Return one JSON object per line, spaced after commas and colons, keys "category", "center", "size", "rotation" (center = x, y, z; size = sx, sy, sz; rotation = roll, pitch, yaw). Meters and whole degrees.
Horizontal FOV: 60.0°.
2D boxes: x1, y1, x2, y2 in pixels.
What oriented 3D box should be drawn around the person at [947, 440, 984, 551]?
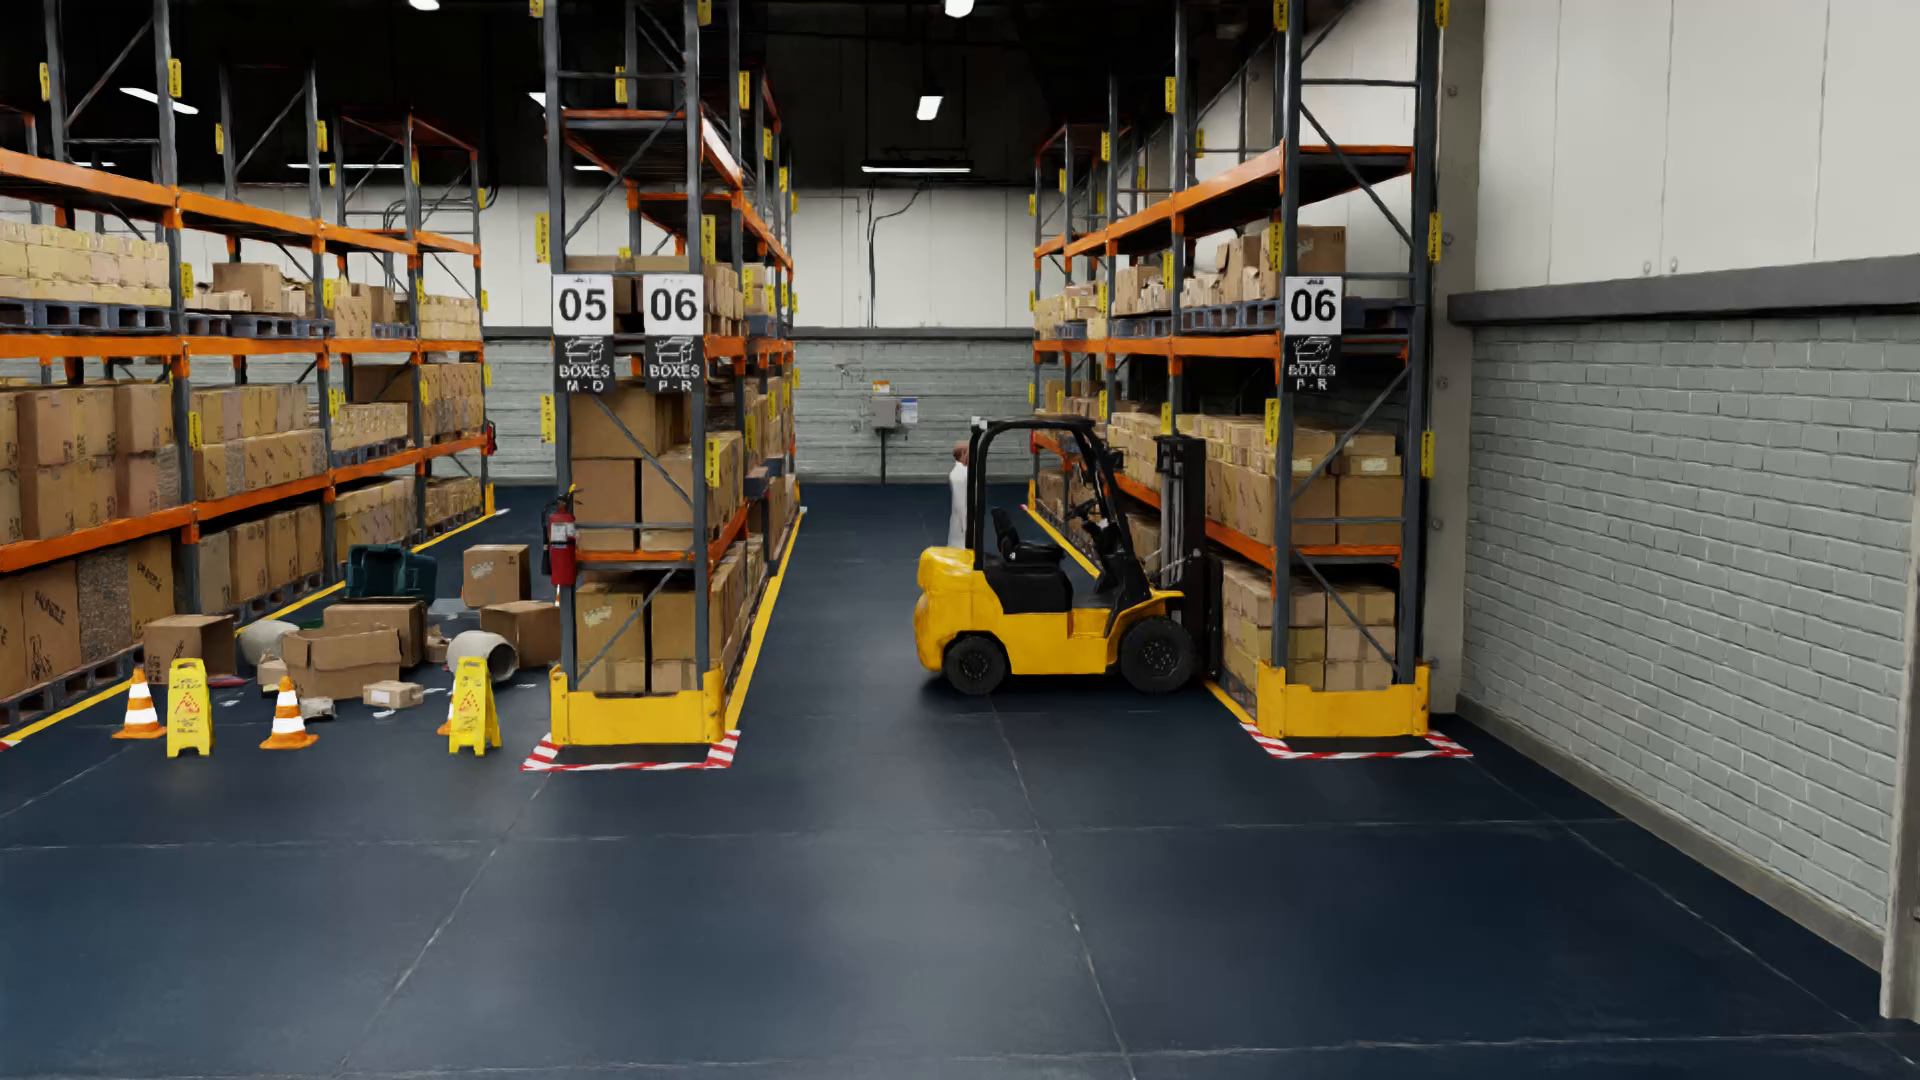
{"category": "person", "center": [0.061, -0.091, 16.331], "size": [0.428, 1.784, 0.717], "rotation": [1, 7, 10]}
